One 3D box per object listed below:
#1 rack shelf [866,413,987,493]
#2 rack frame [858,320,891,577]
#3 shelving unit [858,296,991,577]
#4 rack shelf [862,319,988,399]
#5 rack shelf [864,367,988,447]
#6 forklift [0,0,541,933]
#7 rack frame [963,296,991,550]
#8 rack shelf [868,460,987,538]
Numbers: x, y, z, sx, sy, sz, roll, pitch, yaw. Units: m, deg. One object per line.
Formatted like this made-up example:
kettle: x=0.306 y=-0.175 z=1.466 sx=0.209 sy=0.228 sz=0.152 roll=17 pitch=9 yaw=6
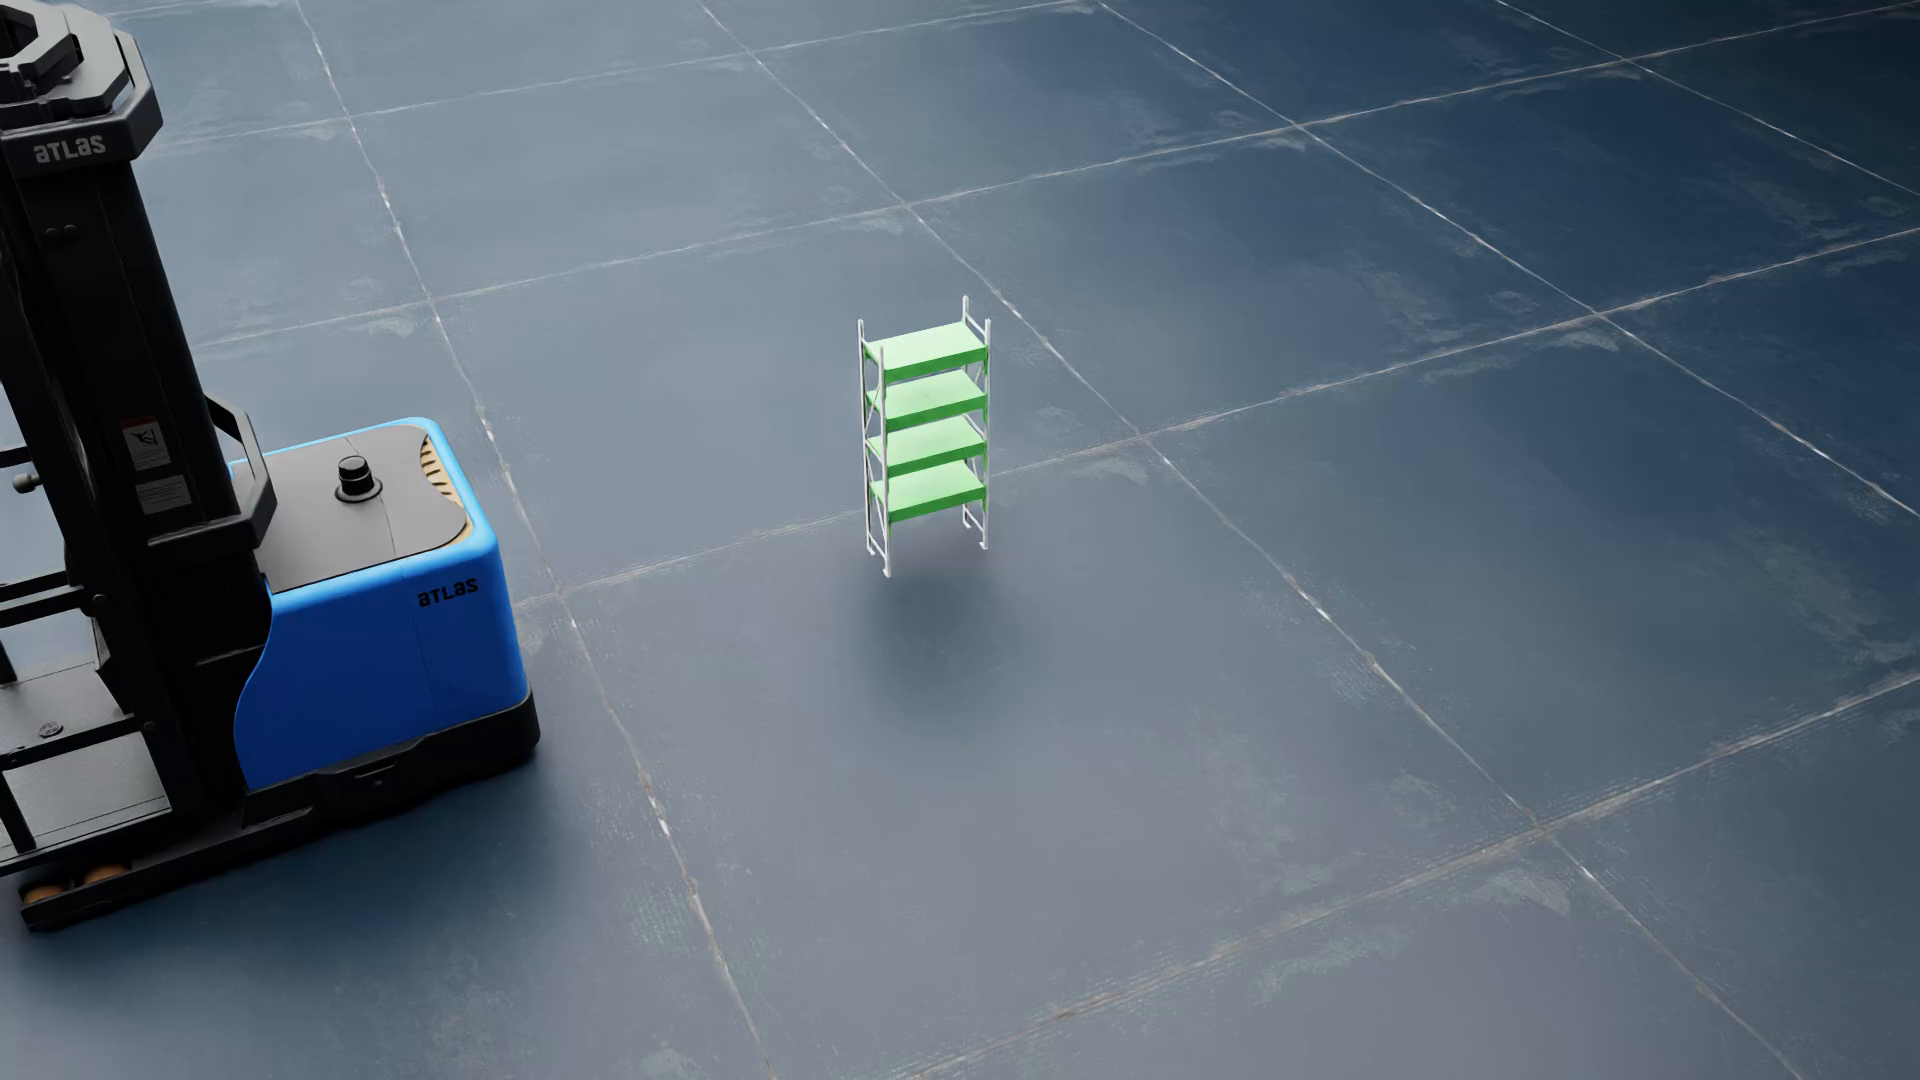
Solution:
rack shelf: x=-0.150 y=-0.389 z=7.374 sx=0.480 sy=0.148 sz=0.258 roll=-16 pitch=39 yaw=-20
rack frame: x=-0.371 y=-0.378 z=7.253 sx=0.015 sy=1.200 sz=0.240 roll=-16 pitch=39 yaw=-20
shelving unit: x=-0.150 y=-0.440 z=7.336 sx=0.503 sy=1.200 sz=0.258 roll=-16 pitch=39 yaw=-20
rack shelf: x=-0.150 y=-0.774 z=7.088 sx=0.480 sy=0.148 sz=0.258 roll=-16 pitch=39 yaw=-20
rack shelf: x=-0.150 y=-0.581 z=7.231 sx=0.480 sy=0.148 sz=0.258 roll=-16 pitch=39 yaw=-20
forklift: x=-3.206 y=-0.162 z=5.508 sx=3.031 sy=2.935 sz=1.130 roll=-18 pitch=40 yaw=-22
rack frame: x=0.071 y=-0.502 z=7.419 sx=0.015 sy=1.200 sz=0.240 roll=-16 pitch=39 yaw=-20
rack shelf: x=-0.150 y=-0.196 z=7.517 sx=0.480 sy=0.148 sz=0.258 roll=-16 pitch=39 yaw=-20
